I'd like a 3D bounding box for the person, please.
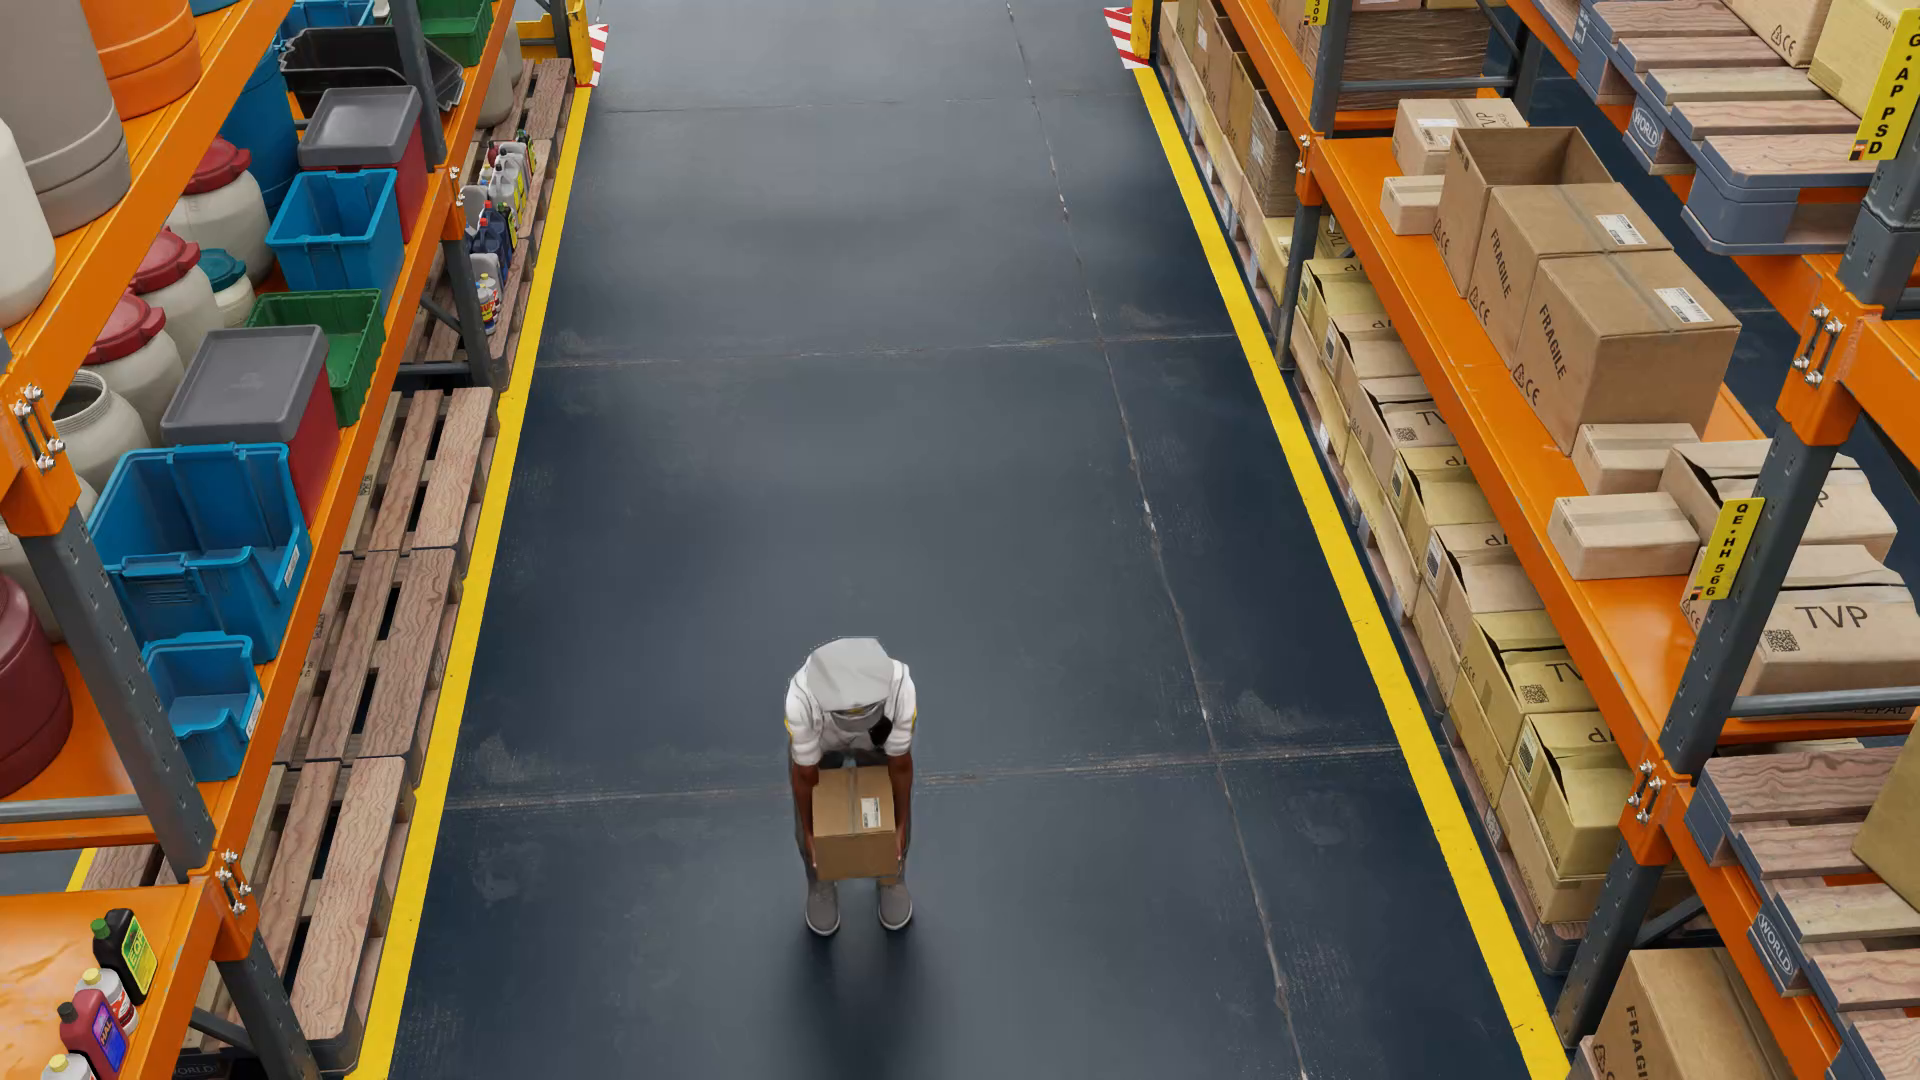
[{"bbox_3d":[-0.342,0.785,5.321,0.411,1.516,0.715,-4,40,-5],"label":"person"}]
